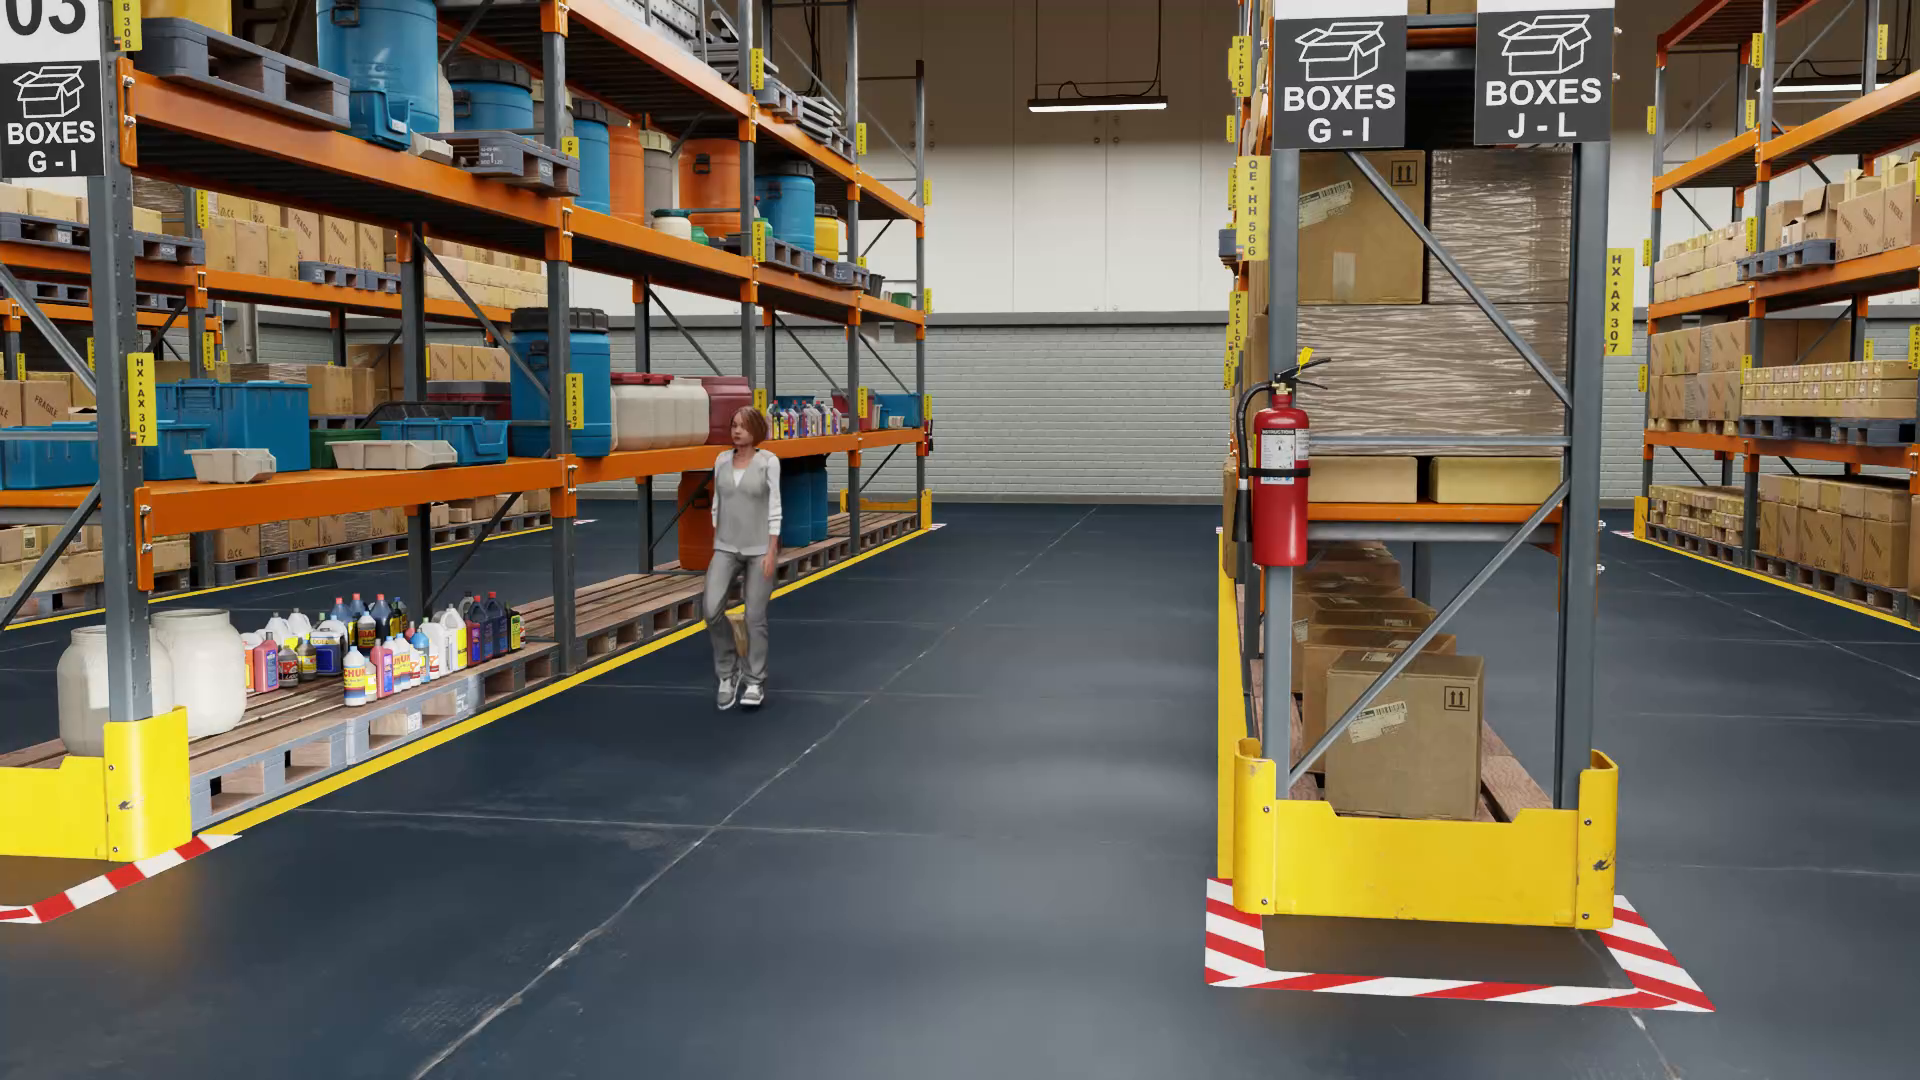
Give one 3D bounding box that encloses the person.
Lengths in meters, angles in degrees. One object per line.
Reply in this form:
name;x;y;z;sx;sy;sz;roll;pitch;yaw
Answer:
person;-1.138;0.104;8.779;0.409;1.599;0.418;1;5;9
